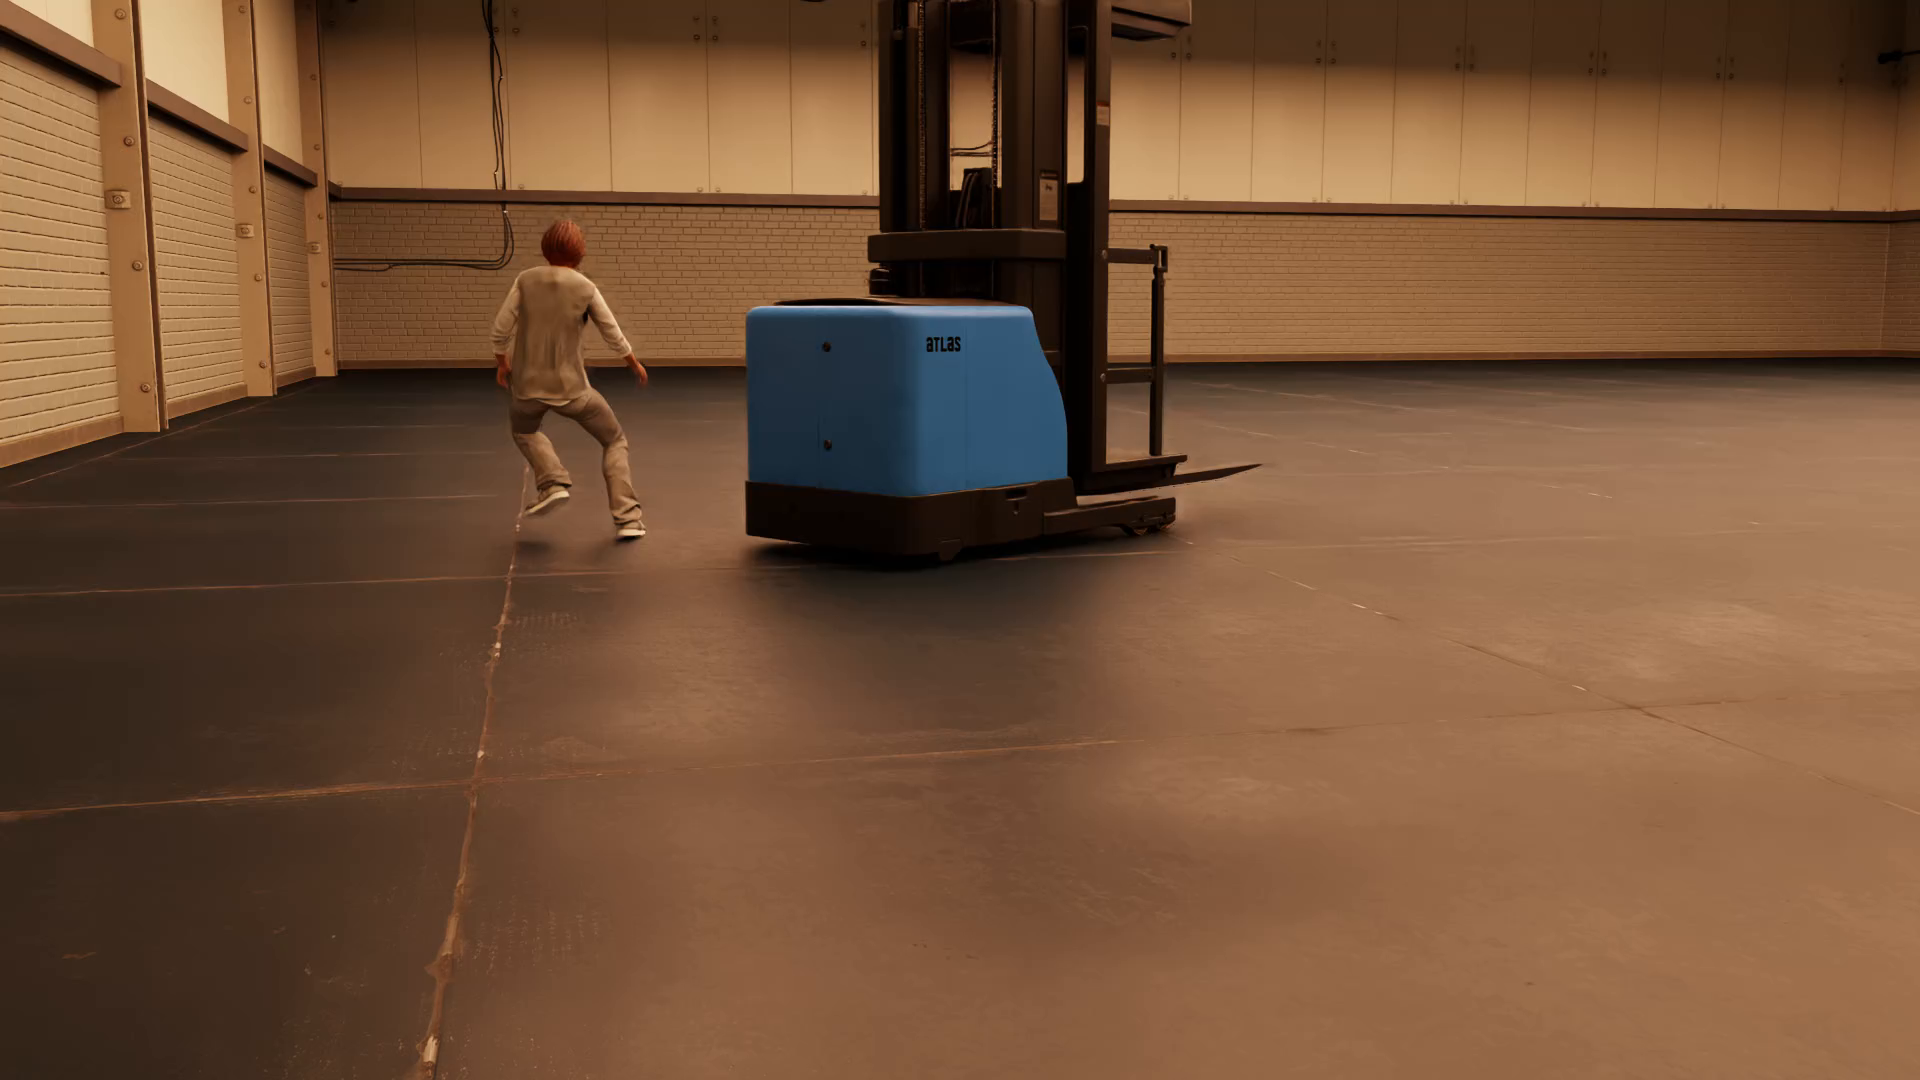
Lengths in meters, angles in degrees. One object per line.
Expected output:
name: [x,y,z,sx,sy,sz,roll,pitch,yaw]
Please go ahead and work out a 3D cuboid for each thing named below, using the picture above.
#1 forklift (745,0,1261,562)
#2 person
forklift: [0.395,-1.518,7.977,1.130,2.935,3.031,7,11,41]
person: [-1.826,-0.737,7.745,0.672,1.467,0.571,0,8,0]
